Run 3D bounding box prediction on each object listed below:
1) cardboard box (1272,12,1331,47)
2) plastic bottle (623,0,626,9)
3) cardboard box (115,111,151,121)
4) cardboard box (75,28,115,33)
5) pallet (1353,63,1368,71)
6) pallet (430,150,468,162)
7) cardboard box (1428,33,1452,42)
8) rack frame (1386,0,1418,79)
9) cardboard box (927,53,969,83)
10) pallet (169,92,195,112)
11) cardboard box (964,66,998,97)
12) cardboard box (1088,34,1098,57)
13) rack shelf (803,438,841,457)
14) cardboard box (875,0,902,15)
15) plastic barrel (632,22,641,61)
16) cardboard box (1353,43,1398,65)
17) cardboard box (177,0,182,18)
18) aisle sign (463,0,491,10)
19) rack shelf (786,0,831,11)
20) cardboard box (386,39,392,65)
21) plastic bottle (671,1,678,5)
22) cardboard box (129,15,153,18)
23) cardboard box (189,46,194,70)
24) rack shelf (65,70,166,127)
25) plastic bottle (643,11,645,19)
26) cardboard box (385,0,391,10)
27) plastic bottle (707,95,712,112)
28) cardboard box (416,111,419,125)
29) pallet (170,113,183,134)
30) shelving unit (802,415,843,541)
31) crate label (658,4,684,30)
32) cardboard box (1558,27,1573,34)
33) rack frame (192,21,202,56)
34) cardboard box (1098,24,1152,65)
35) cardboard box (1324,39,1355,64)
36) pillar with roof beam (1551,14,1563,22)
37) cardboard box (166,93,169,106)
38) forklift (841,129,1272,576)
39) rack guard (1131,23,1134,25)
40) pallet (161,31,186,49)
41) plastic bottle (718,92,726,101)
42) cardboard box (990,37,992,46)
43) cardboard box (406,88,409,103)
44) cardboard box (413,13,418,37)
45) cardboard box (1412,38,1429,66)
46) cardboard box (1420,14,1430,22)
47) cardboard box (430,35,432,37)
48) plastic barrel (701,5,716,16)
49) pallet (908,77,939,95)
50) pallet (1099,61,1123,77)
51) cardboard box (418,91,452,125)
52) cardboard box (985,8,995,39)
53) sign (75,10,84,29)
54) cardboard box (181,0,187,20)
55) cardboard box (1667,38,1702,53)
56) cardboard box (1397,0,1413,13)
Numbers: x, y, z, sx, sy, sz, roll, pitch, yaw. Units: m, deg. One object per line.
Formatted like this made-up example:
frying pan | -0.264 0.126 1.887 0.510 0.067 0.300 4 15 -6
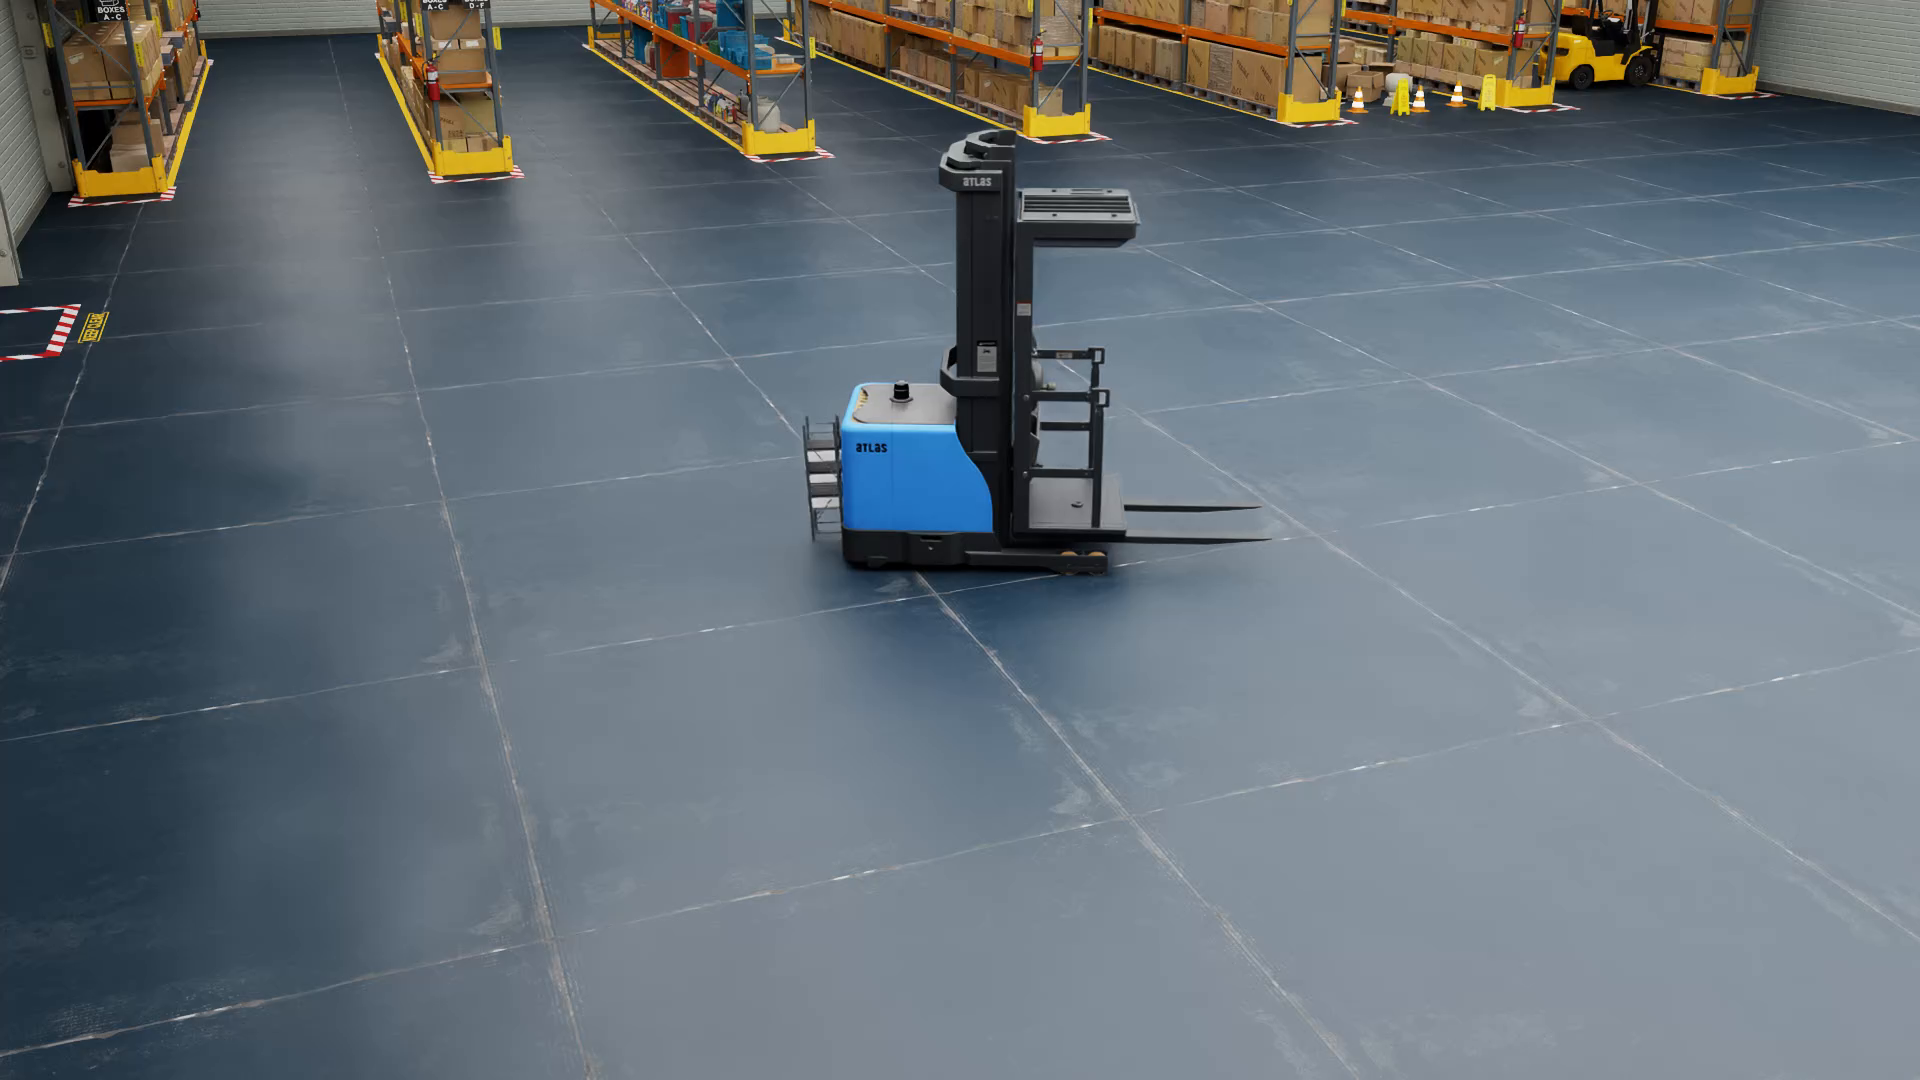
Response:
cardboard box | 6.218 -9.311 30.286 0.875 0.550 0.550 -8 24 -19
plastic bottle | -7.380 -11.856 36.668 0.061 0.283 0.133 -8 24 -19
cardboard box | -13.195 -6.563 26.612 0.500 0.500 0.500 -10 25 -23
cardboard box | -13.279 -7.600 25.621 0.500 0.500 0.500 -8 24 -18
pallet | 9.297 -10.280 36.369 1.003 0.211 1.213 -8 24 -19
pallet | -7.863 -6.099 26.448 1.003 0.211 1.213 -8 24 -19
cardboard box | 9.799 -10.265 33.940 0.380 0.149 0.250 -7 24 -16
rack frame | 9.574 -11.283 35.157 1.000 3.000 0.127 -8 24 -19
cardboard box | -0.243 -9.579 33.767 0.700 0.500 0.500 -11 25 -24
pallet | -15.220 -8.349 31.788 1.003 0.211 1.213 -8 24 -19
cardboard box | 0.406 -8.814 31.977 0.500 0.500 0.500 -9 25 -21
cardboard box | 3.088 -11.265 37.793 0.500 0.500 0.500 -8 24 -19
rack shelf | -0.995 -0.667 12.049 0.258 0.077 0.200 -2 23 2
cardboard box | -1.517 -11.568 35.705 0.500 0.500 0.500 -8 24 -17
plastic barrel | -6.981 -11.177 37.067 0.600 0.901 0.708 -8 24 -19
cardboard box | 9.129 -10.716 36.656 0.950 0.372 0.625 -7 24 -16
cardboard box | -15.837 -10.666 33.157 0.500 0.500 0.500 -8 24 -19
aisle sign | -7.244 -8.328 24.799 0.394 0.787 0.004 -8 24 -19
rack shelf | -3.230 -13.225 40.691 1.077 0.370 4.000 -8 24 -19
cardboard box | -12.259 -10.691 36.405 0.500 0.500 0.500 -8 24 -19
plastic bottle | -6.085 -11.345 35.465 0.152 0.276 0.135 -8 24 -19
cardboard box | -13.938 -8.527 27.923 0.700 0.500 0.500 -6 24 -14
cardboard box | -16.594 -10.118 35.072 0.700 0.500 0.500 -8 24 -18
rack shelf | -12.893 -6.826 25.509 1.077 0.370 4.000 -8 24 -19
plastic bottle | -6.563 -10.999 34.739 0.097 0.201 0.097 0 23 0
cardboard box | -11.532 -11.267 34.452 0.700 0.500 0.500 -5 23 -11
plastic bottle | -4.489 -7.901 30.075 0.152 0.276 0.135 -7 24 -17
cardboard box | -9.086 -7.281 28.663 0.500 0.250 0.500 -8 24 -19
pallet | -14.311 -7.326 29.359 1.003 0.211 1.213 -8 24 -19
shelving unit | -0.984 -0.449 12.141 0.258 0.900 0.210 -2 23 2
crate label | -5.646 -10.315 32.816 0.502 0.435 0.616 -8 24 -19
cardboard box | 14.021 -11.252 37.602 0.875 0.625 0.625 -7 24 -17
rack frame | -17.839 -12.244 37.439 1.000 3.000 0.127 -8 24 -19
cardboard box | 3.696 -10.943 36.708 1.050 0.750 0.750 -9 24 -20
cardboard box | 7.919 -10.225 34.890 0.500 0.500 0.500 -8 24 -19
pillar with roof beam | 10.079 -15.242 36.827 9.100 9.000 0.400 -8 24 -19
cardboard box | -14.636 -7.931 29.856 0.700 0.500 0.500 -8 24 -19
forklift | 0.701 -1.310 11.585 3.031 2.935 1.130 1 23 2
rack guard | 5.326 -14.500 46.008 1.175 0.500 0.348 -8 24 -19
pallet | -14.661 -9.005 29.999 1.213 0.211 1.003 -8 24 -19
plastic bottle | -4.299 -7.895 29.964 0.144 0.351 0.185 -8 24 -19
cardboard box | 0.770 -9.060 30.207 0.380 0.149 0.250 -8 24 -19
cardboard box | -10.101 -8.344 31.184 0.500 0.250 0.500 -9 24 -20
cardboard box | -9.771 -9.457 30.697 0.500 0.500 0.500 -10 25 -22
cardboard box | 9.730 -10.110 34.410 0.500 0.500 0.500 -7 24 -17
cardboard box | 9.700 -10.737 34.185 0.380 0.149 0.250 -8 24 -17
cardboard box | -8.051 -7.757 25.829 0.380 0.149 0.250 -9 24 -20
plastic barrel | -4.723 -9.950 31.821 0.433 0.535 0.433 0 23 0
pallet | -0.409 -9.365 34.197 1.003 0.211 1.213 -8 24 -19
pallet | 3.773 -10.438 36.744 1.003 0.211 1.213 -8 24 -19
cardboard box | -8.564 -7.081 27.222 0.500 0.500 0.500 -8 24 -19
cardboard box | 0.956 -9.392 30.160 0.875 0.500 0.500 -8 24 -19
sign | -14.117 -8.340 26.685 0.100 0.325 0.005 -8 24 -19
cardboard box | -16.602 -11.128 34.405 0.980 0.700 0.700 -8 24 -18
cardboard box | 14.989 -10.208 34.320 0.500 0.250 0.500 -8 24 -18
cardboard box | 9.468 -11.268 34.610 0.500 0.500 0.500 -8 24 -19
